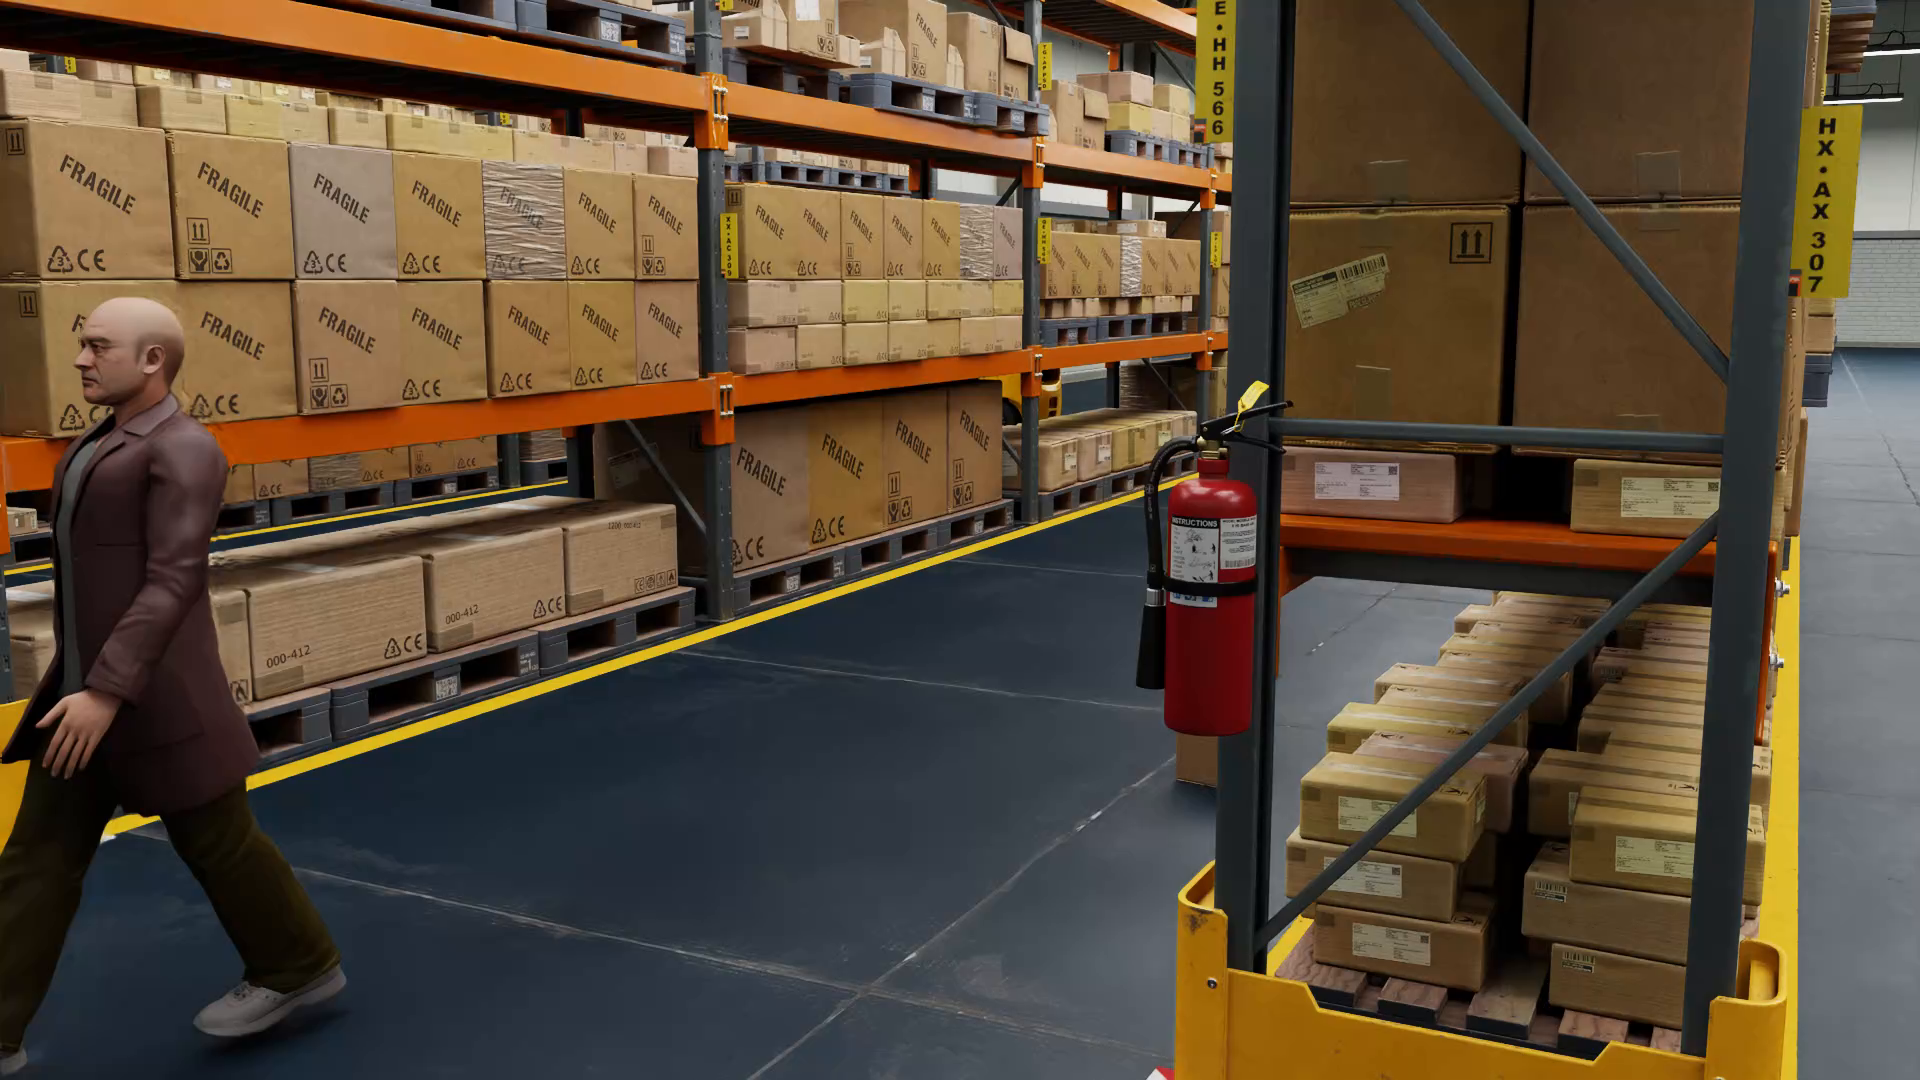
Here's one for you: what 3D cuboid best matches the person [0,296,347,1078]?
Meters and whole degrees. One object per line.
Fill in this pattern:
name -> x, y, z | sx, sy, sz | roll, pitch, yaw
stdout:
person -> -1.918, 0.338, 3.667 | 0.602, 1.730, 1.056 | 8, 12, 40
